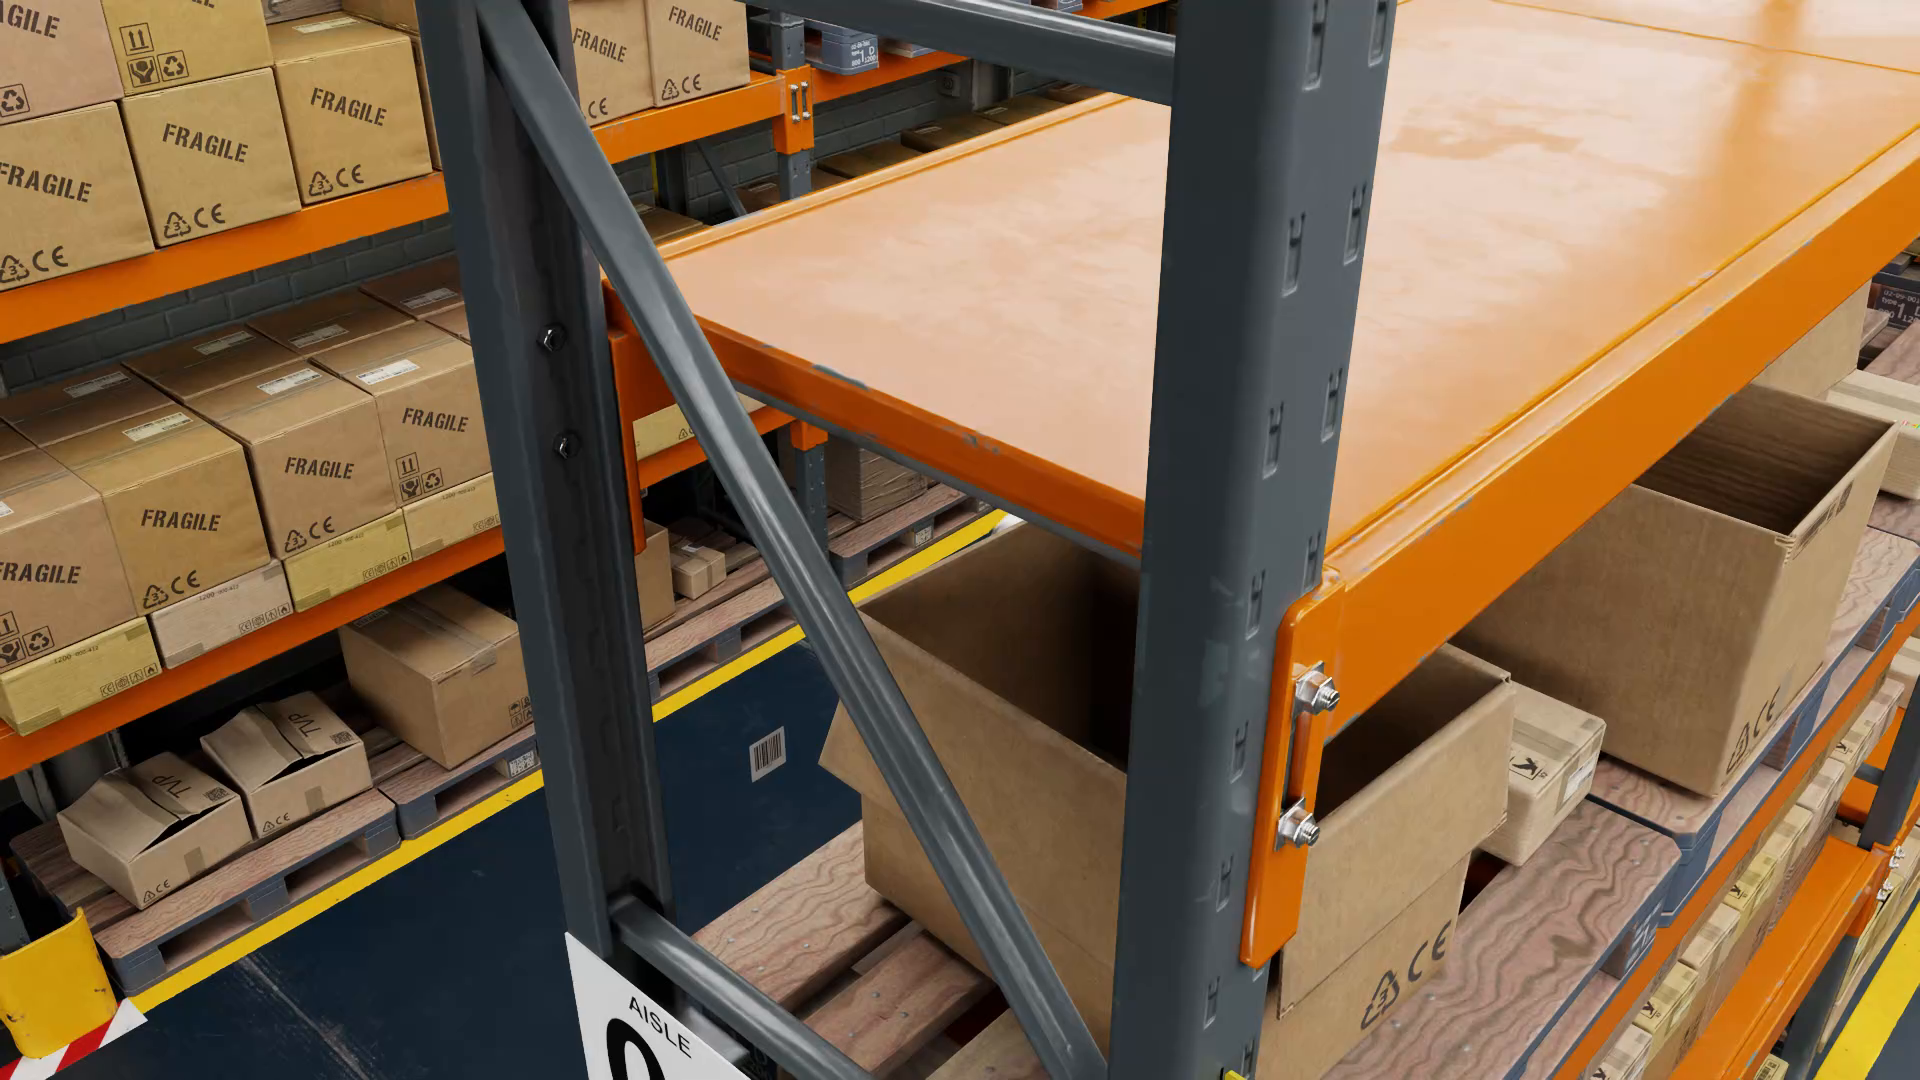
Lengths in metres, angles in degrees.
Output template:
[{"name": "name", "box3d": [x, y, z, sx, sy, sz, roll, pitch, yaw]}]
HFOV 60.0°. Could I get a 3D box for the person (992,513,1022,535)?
[{"name": "person", "box3d": [0.390, 0.396, 6.972, 0.367, 1.775, 0.551, 26, 40, 36]}]
